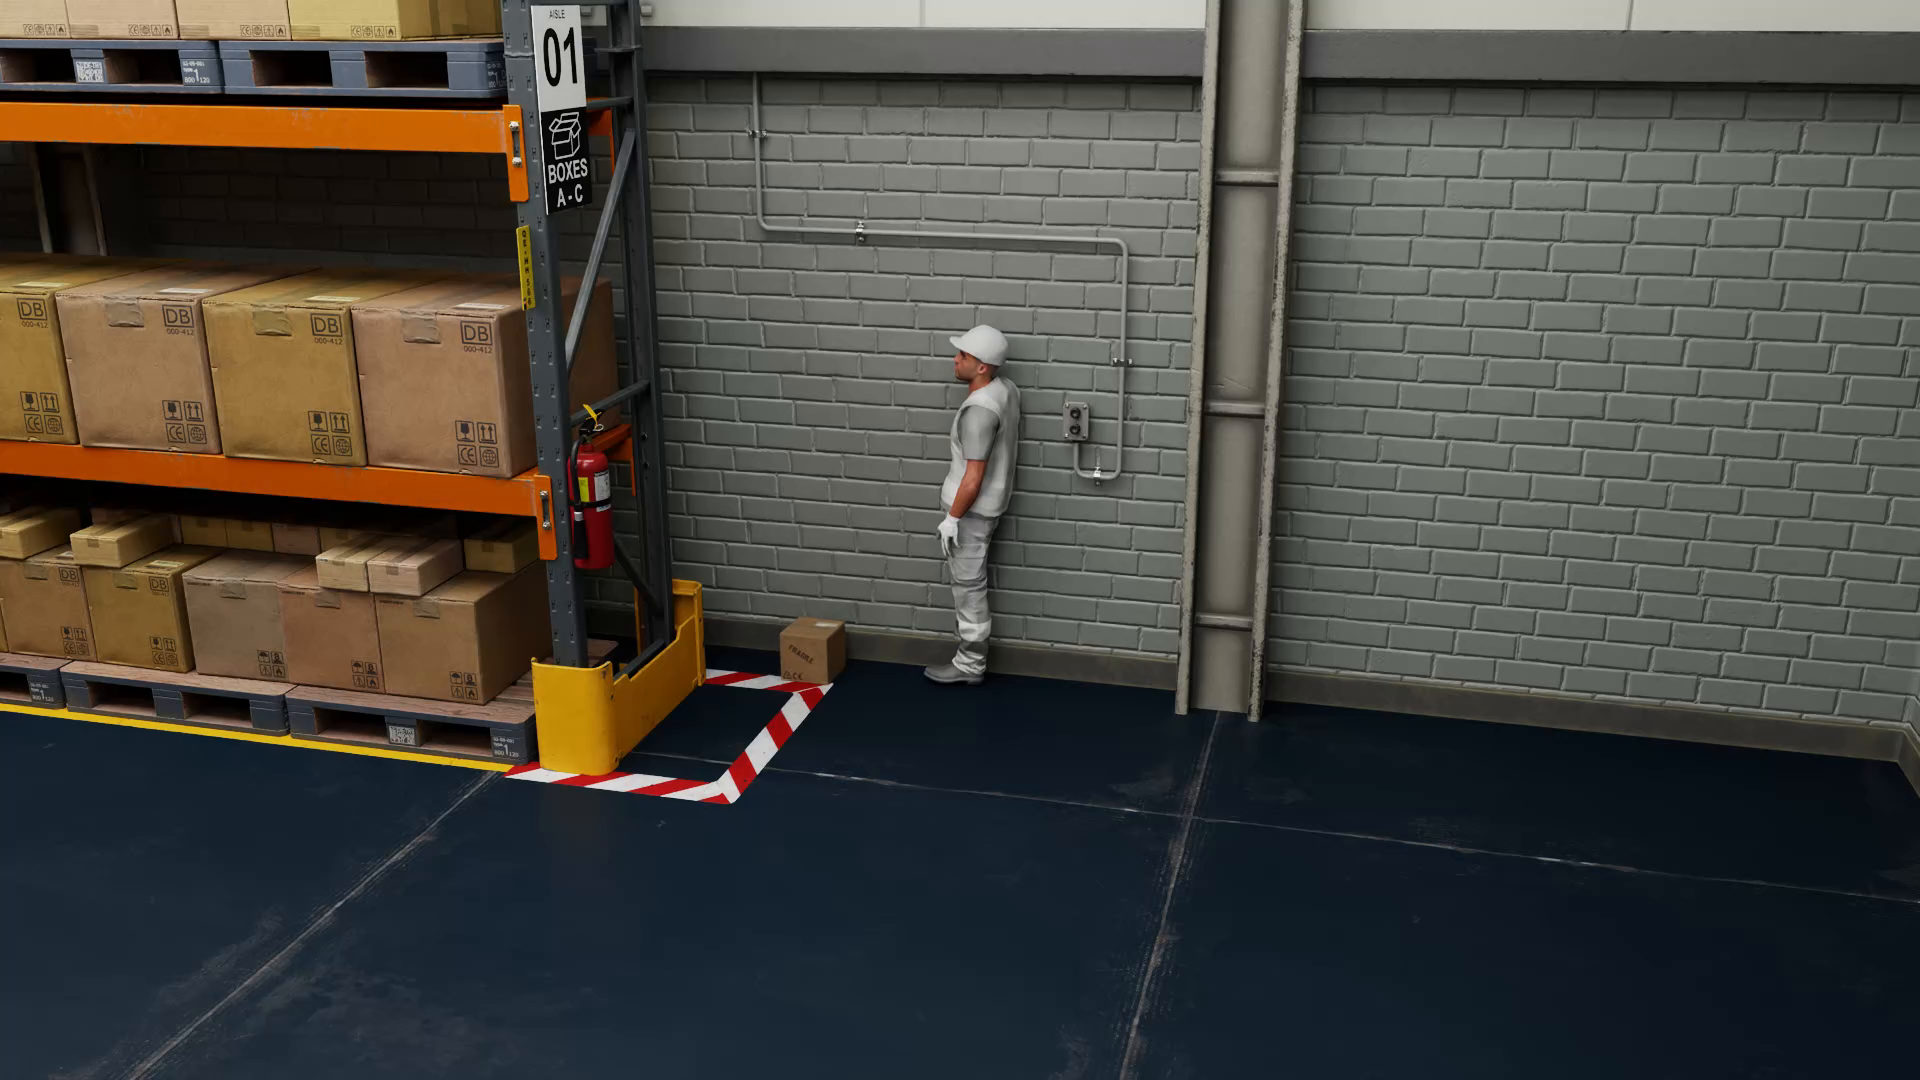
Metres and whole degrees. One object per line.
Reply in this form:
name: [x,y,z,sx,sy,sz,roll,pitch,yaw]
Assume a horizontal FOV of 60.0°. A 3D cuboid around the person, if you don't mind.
person: [-0.006,-0.163,7.985,0.565,1.787,0.637,5,19,14]
